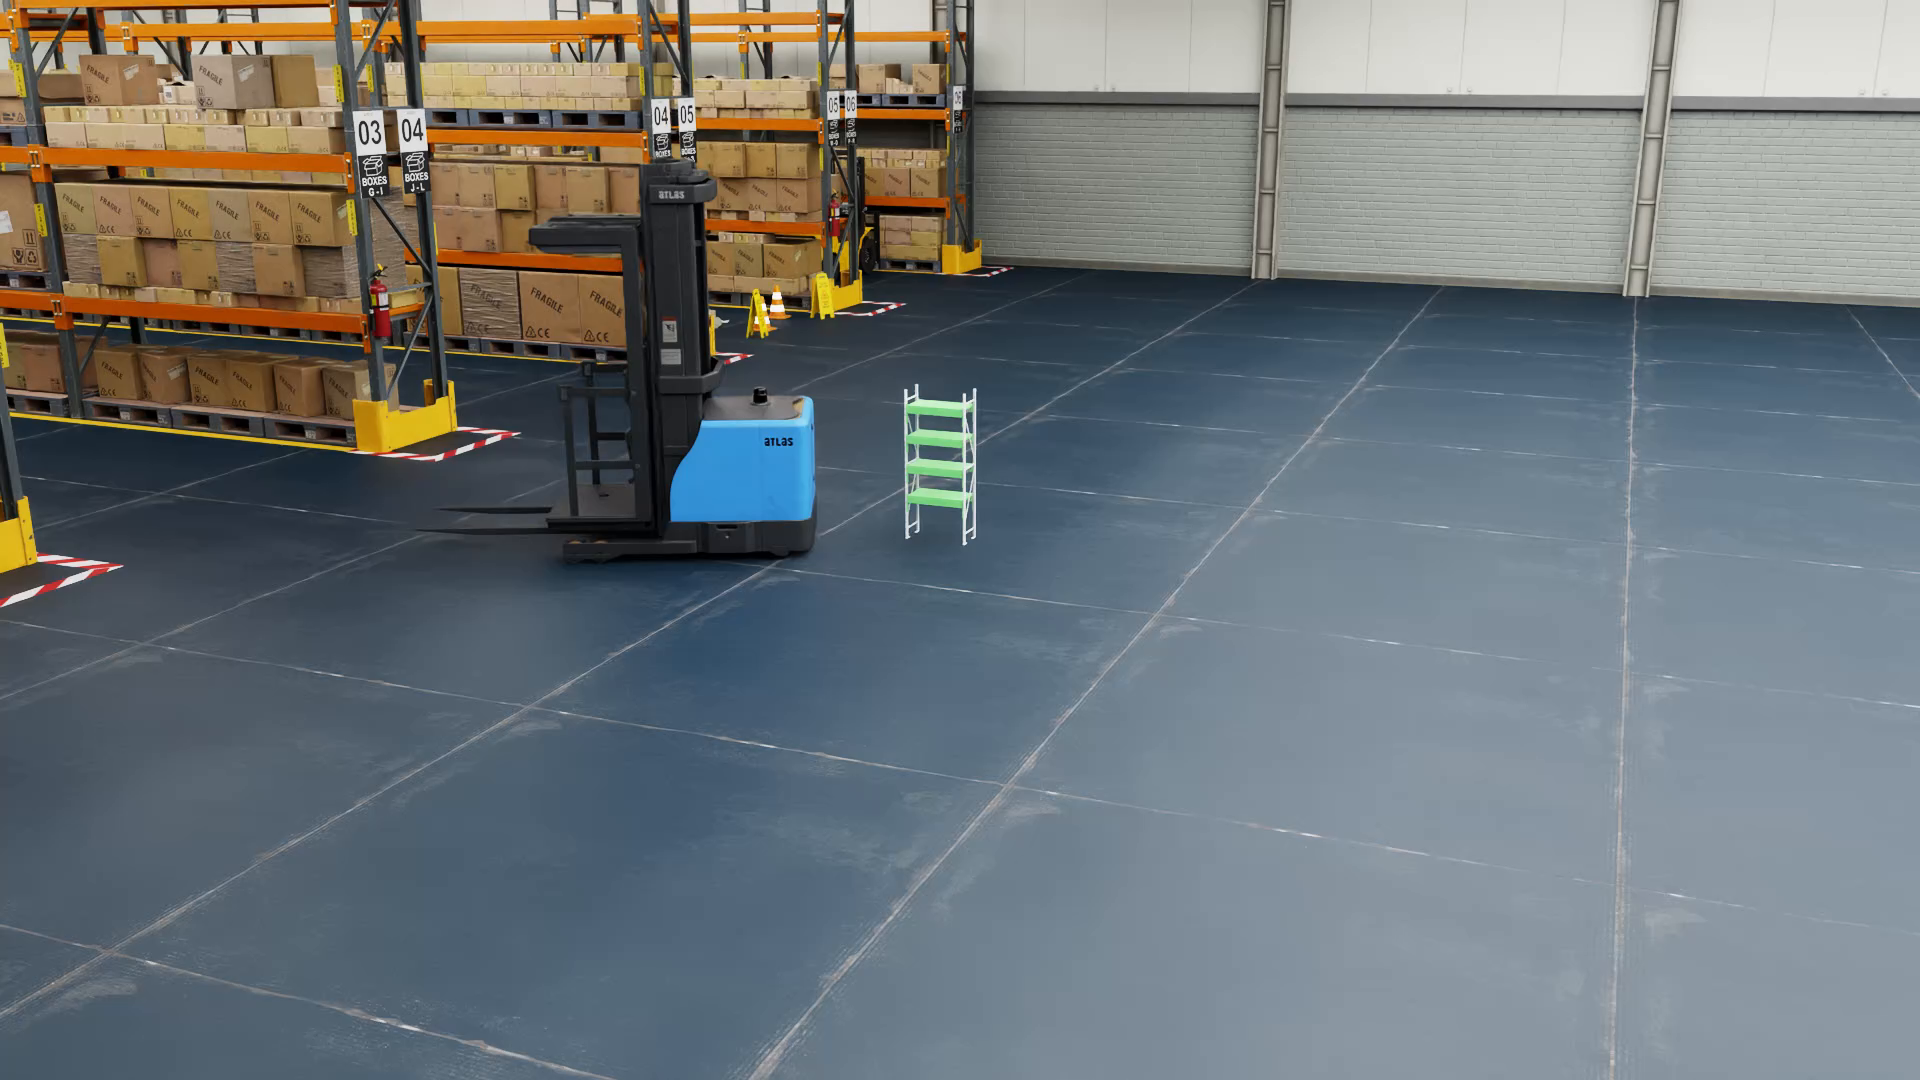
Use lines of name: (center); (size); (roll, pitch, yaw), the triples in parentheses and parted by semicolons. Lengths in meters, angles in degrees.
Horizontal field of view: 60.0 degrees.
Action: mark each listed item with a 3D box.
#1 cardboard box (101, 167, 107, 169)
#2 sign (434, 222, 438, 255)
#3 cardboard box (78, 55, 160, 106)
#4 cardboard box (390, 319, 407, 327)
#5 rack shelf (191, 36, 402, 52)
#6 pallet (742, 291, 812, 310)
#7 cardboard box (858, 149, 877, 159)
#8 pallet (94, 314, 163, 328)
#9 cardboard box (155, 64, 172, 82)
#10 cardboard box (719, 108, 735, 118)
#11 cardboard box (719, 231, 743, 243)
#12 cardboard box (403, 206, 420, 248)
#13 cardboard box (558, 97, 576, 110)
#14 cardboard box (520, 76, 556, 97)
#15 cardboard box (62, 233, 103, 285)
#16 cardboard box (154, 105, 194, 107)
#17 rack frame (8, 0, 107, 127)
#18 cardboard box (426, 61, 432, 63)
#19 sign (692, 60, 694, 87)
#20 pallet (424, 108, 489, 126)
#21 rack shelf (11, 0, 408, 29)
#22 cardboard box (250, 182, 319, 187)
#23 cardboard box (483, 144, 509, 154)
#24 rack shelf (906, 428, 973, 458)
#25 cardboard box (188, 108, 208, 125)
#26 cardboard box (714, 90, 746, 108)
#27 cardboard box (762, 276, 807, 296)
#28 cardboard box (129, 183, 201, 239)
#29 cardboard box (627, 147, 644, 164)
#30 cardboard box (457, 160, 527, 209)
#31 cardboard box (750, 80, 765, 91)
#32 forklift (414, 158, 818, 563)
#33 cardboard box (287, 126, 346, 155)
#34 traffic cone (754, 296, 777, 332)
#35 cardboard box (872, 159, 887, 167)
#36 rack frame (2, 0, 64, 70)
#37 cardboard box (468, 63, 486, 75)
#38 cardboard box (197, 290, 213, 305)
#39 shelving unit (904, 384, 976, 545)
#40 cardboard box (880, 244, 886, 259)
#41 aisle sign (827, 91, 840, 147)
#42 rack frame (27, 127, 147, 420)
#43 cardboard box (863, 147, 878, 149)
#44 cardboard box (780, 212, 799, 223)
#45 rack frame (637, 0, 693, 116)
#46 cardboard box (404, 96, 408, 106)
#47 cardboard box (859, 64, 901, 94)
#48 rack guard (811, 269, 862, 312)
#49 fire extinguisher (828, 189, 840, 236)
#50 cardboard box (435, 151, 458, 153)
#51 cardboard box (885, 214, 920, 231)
cardboard box: (-14.930, -6.421, 29.730); (0.500, 0.500, 0.500); (7, 18, 22)
sign: (-5.244, -2.994, 16.553); (0.005, 0.325, 0.100); (6, 17, 21)
cardboard box: (-8.651, -4.738, 17.124); (0.500, 0.500, 0.500); (6, 17, 19)
cardboard box: (-7.860, -3.284, 22.387); (0.750, 0.750, 1.050); (6, 17, 20)
rack shelf: (-11.109, -8.374, 27.885); (4.000, 0.370, 1.077); (6, 17, 21)
pallet: (-2.620, -3.768, 25.776); (1.213, 0.211, 1.003); (6, 17, 21)
cardboard box: (-1.623, -6.884, 29.630); (0.250, 0.149, 0.380); (7, 17, 22)
pallet: (-11.697, -3.273, 24.069); (1.213, 0.211, 1.003); (6, 17, 21)
cardboard box: (-14.236, -8.104, 29.212); (0.637, 0.503, 0.797); (8, 18, 25)
cardboard box: (-3.422, -6.430, 25.011); (0.250, 0.149, 0.380); (6, 17, 19)
cardboard box: (-3.491, -4.649, 25.476); (0.250, 0.149, 0.380); (7, 18, 23)
cardboard box: (-6.902, -4.160, 21.854); (0.550, 0.550, 0.875); (6, 17, 21)
cardboard box: (-4.671, -5.307, 20.212); (0.250, 0.149, 0.380); (6, 17, 21)
cardboard box: (-5.018, -5.555, 20.351); (0.500, 0.250, 0.500); (6, 17, 20)
cardboard box: (-8.768, -2.975, 17.329); (0.500, 0.500, 0.875); (6, 17, 21)
cardboard box: (-8.009, -4.372, 17.028); (0.250, 0.149, 0.380); (6, 17, 19)
rack frame: (-9.164, -5.728, 16.762); (0.127, 3.000, 1.000); (6, 17, 21)
cardboard box: (-10.584, -9.402, 33.041); (0.258, 0.266, 0.396); (6, 17, 21)
sign: (-3.319, -5.755, 20.527); (0.005, 0.325, 0.100); (6, 17, 21)
pallet: (-6.492, -5.434, 21.290); (1.213, 0.211, 1.003); (6, 17, 21)
rack shelf: (-7.303, -5.176, 16.158); (4.000, 0.370, 1.077); (6, 17, 21)
cardboard box: (-6.782, -3.339, 16.789); (0.500, 0.500, 0.500); (6, 17, 21)
cardboard box: (-7.623, -6.436, 27.332); (0.250, 0.149, 0.380); (5, 17, 18)
rack shelf: (-0.154, -0.762, 13.016); (0.480, 0.148, 0.258); (6, 17, 21)
cardboard box: (-7.261, -4.120, 16.158); (0.250, 0.149, 0.380); (5, 17, 18)
cardboard box: (-3.333, -6.605, 24.900); (0.500, 0.250, 0.500); (7, 18, 22)
cardboard box: (-2.679, -3.904, 25.420); (0.500, 0.250, 0.500); (6, 17, 20)
cardboard box: (-7.908, -3.303, 16.666); (0.500, 0.500, 0.500); (6, 17, 21)
cardboard box: (-4.731, -5.929, 25.709); (0.500, 0.500, 0.700); (6, 17, 21)
cardboard box: (-5.913, -4.549, 21.259); (0.550, 0.550, 0.875); (6, 17, 21)
cardboard box: (-2.916, -6.765, 24.737); (0.250, 0.149, 0.380); (6, 17, 21)
forklift: (-2.654, -1.384, 12.685); (3.031, 2.935, 1.130); (-1, 16, -2)
cardboard box: (-5.984, -3.789, 15.734); (0.500, 0.250, 0.500); (7, 17, 22)
traffic cone: (-2.771, -3.176, 23.283); (0.334, 0.463, 0.336); (6, 17, 21)
cardboard box: (-1.374, -6.722, 29.604); (0.250, 0.149, 0.380); (6, 17, 19)
rack frame: (-16.691, -9.525, 29.844); (0.127, 3.000, 1.000); (6, 17, 21)
cardboard box: (-5.851, -5.820, 20.548); (0.250, 0.149, 0.380); (6, 17, 21)
cardboard box: (-7.424, -2.462, 16.725); (0.250, 0.149, 0.380); (6, 17, 21)
shelving unit: (-0.154, -0.593, 13.065); (0.503, 1.200, 0.258); (6, 17, 21)
cardboard box: (-1.463, -5.249, 30.054); (0.500, 0.250, 0.500); (6, 17, 21)
aisle sign: (-1.855, -6.174, 24.399); (0.004, 0.787, 0.394); (6, 17, 21)
rack frame: (-9.164, -2.846, 17.598); (0.127, 3.000, 1.000); (6, 17, 21)
cardboard box: (-1.651, -7.053, 30.212); (0.250, 0.149, 0.380); (6, 17, 21)
cardboard box: (-2.509, -4.867, 25.008); (0.250, 0.149, 0.380); (6, 17, 20)
rack frame: (-3.529, -6.594, 19.748); (0.127, 3.000, 1.000); (6, 17, 21)
cardboard box: (-6.794, -5.541, 21.017); (0.250, 0.149, 0.380); (6, 17, 21)
cardboard box: (-1.406, -8.146, 29.362); (0.500, 0.500, 0.700); (6, 17, 21)
rack guard: (-1.877, -3.815, 25.417); (0.348, 0.500, 1.175); (6, 17, 21)
fire extinguisher: (-1.869, -4.839, 24.601); (0.183, 0.674, 0.296); (6, 17, 21)
cardboard box: (-8.724, -6.244, 27.835); (0.500, 0.500, 0.500); (6, 17, 19)
cardboard box: (-1.009, -5.673, 29.722); (0.500, 0.250, 0.500); (7, 17, 22)
